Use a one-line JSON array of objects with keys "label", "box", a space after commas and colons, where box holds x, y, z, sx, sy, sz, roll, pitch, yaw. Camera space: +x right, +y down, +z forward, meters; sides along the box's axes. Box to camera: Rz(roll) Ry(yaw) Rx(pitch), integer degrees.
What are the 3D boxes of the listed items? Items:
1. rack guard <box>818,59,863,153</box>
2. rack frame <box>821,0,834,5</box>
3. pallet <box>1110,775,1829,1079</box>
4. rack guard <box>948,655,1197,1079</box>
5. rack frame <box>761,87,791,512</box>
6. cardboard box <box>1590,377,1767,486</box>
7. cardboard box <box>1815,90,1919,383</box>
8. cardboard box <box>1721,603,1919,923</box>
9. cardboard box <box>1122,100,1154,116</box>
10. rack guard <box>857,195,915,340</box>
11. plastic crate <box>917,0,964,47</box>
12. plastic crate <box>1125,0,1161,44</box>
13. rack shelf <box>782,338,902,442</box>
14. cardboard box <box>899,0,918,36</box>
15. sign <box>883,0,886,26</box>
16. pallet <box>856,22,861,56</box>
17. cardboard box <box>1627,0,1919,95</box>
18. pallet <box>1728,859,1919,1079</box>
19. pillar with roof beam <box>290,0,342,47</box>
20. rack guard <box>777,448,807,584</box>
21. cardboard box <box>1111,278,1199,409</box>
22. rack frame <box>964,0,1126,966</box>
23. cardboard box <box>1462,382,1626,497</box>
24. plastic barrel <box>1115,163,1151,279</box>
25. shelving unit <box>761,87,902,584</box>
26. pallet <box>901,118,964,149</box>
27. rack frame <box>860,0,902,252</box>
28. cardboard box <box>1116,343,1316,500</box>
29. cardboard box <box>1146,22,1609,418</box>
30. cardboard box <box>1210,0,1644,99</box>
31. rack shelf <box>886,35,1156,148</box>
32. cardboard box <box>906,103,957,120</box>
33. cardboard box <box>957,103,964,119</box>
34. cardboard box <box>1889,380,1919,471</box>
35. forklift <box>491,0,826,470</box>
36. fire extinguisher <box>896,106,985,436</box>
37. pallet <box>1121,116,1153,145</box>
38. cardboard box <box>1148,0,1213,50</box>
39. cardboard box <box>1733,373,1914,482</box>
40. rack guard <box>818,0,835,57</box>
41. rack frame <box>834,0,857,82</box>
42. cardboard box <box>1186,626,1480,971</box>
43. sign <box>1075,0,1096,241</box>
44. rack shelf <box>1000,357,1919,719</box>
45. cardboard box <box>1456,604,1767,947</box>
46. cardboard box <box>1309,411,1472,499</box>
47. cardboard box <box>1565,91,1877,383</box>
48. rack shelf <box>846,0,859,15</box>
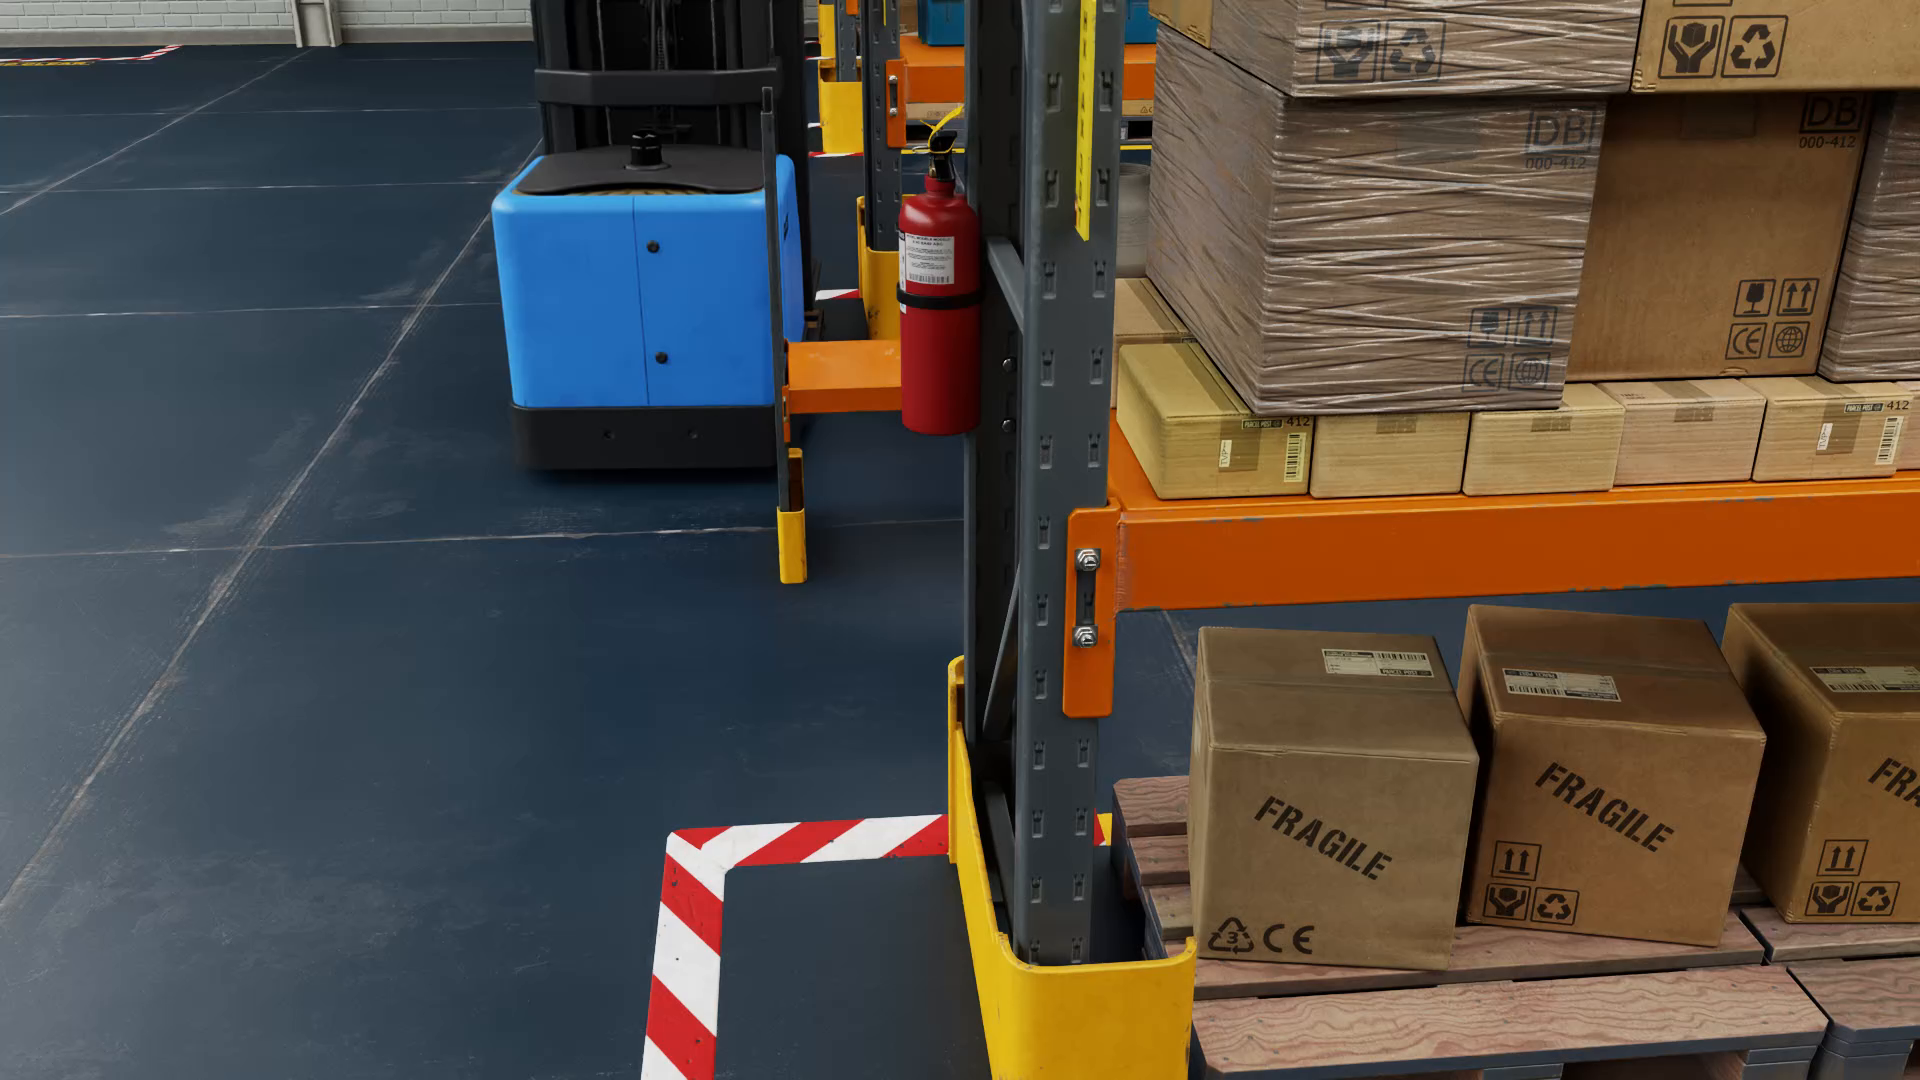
[{"label": "rack guard", "box": [-0.874, -3.272, 12.495, 0.348, 0.500, 1.175, -2, 24, -5]}, {"label": "rack frame", "box": [-1.341, -6.417, 16.494, 0.127, 3.000, 1.000, -2, 24, -5]}, {"label": "pallet", "box": [1.007, 0.843, 3.595, 1.213, 0.211, 1.003, -2, 24, -5]}, {"label": "rack guard", "box": [0.195, 0.729, 3.495, 0.348, 0.500, 1.175, -2, 24, -5]}, {"label": "rack frame", "box": [-0.591, -0.662, 5.392, 0.032, 1.500, 0.500, -2, 24, -5]}, {"label": "cardboard box", "box": [1.174, -0.235, 2.896, 0.250, 0.149, 0.380, -2, 24, -5]}, {"label": "cardboard box", "box": [1.657, -0.674, 3.084, 0.500, 0.500, 0.875, -2, 24, -5]}, {"label": "cardboard box", "box": [1.959, 0.467, 3.568, 0.500, 0.500, 0.500, 0, 24, 0]}, {"label": "cardboard box", "box": [1.198, -3.341, 12.442, 0.500, 0.250, 0.500, -2, 24, -5]}, {"label": "rack guard", "box": [-0.296, -1.292, 8.042, 0.348, 0.500, 1.175, -2, 24, -5]}, {"label": "plastic crate", "box": [0.101, -2.486, 7.832, 0.616, 0.251, 0.499, -2, 24, -5]}, {"label": "plastic crate", "box": [0.748, -2.509, 7.885, 0.408, 0.251, 0.499, -2, 24, -5]}, {"label": "rack shelf", "box": [-0.085, -0.518, 5.511, 1.000, 0.185, 0.538, -2, 24, -5]}, {"label": "cardboard box", "box": [-0.346, -3.835, 12.629, 0.500, 0.500, 0.500, -2, 24, -5]}, {"label": "sign", "box": [-0.317, -2.316, 6.928, 0.005, 0.325, 0.100, -2, 24, -5]}, {"label": "pallet", "box": [-0.453, -5.164, 17.108, 1.213, 0.211, 1.003, -2, 24, -5]}, {"label": "cardboard box", "box": [1.192, -0.978, 2.537, 0.500, 0.500, 0.500, -2, 24, -5]}, {"label": "pallet", "box": [2.218, 0.795, 3.701, 1.213, 0.211, 1.003, -2, 24, -5]}, {"label": "pillar with roof beam", "box": [-6.277, -7.556, 11.671, 0.400, 9.000, 9.100, -2, 24, -5]}, {"label": "rack guard", "box": [-0.571, -0.091, 5.648, 0.087, 0.250, 0.587, -2, 24, -5]}, {"label": "cardboard box", "box": [0.383, -0.391, 3.245, 0.250, 0.149, 0.380, -2, 24, -5]}, {"label": "rack frame", "box": [0.120, -0.411, 2.981, 0.127, 3.000, 1.000, -2, 24, -5]}, {"label": "cardboard box", "box": [0.928, -0.217, 2.854, 0.250, 0.149, 0.380, -2, 24, -5]}, {"label": "plastic barrel", "box": [0.779, -1.545, 8.078, 0.421, 0.512, 0.421, 0, 24, 0]}, {"label": "shelving unit", "box": [-0.076, -0.682, 5.439, 1.083, 1.500, 0.587, -2, 24, -5]}, {"label": "pallet", "box": [-0.093, -3.188, 12.663, 1.213, 0.211, 1.003, -2, 24, -5]}, {"label": "rack frame", "box": [-0.367, -2.413, 7.485, 0.127, 3.000, 1.000, -2, 24, -5]}, {"label": "cardboard box", "box": [0.427, -0.211, 2.840, 0.250, 0.149, 0.380, -2, 24, -5]}, {"label": "cardboard box", "box": [0.670, -0.603, 2.924, 0.500, 0.500, 0.875, -2, 24, -5]}, {"label": "cardboard box", "box": [0.694, -0.961, 2.498, 0.500, 0.500, 0.500, -2, 24, -5]}, {"label": "rack shelf", "box": [1.623, -2.164, 7.810, 4.000, 0.370, 1.077, -2, 24, -5]}, {"label": "cardboard box", "box": [-0.295, -3.282, 12.309, 0.500, 0.250, 0.500, -2, 24, -5]}, {"label": "cardboard box", "box": [0.202, -3.303, 12.357, 0.500, 0.250, 0.500, -2, 24, -5]}, {"label": "cardboard box", "box": [1.670, -0.263, 2.959, 0.250, 0.149, 0.380, -2, 24, -5]}, {"label": "forklift", "box": [-1.185, -2.152, 6.984, 1.130, 2.935, 3.031, -1, 24, -2]}, {"label": "fire extinguisher", "box": [-0.040, -0.557, 3.405, 0.183, 0.674, 0.296, -2, 24, -5]}, {"label": "pallet", "box": [1.118, -3.236, 12.769, 1.213, 0.211, 1.003, -2, 24, -5]}, {"label": "cardboard box", "box": [0.643, -1.171, 2.971, 0.500, 0.500, 0.500, -2, 24, -5]}, {"label": "cardboard box", "box": [1.424, -0.242, 2.912, 0.250, 0.149, 0.380, -2, 24, -5]}, {"label": "rack guard", "box": [-1.265, -5.278, 17.008, 0.348, 0.500, 1.175, -2, 24, -5]}, {"label": "rack frame", "box": [-0.850, -4.415, 11.989, 0.127, 3.000, 1.000, -2, 24, -5]}, {"label": "cardboard box", "box": [0.743, 0.522, 3.444, 0.500, 0.500, 0.500, 2, 24, 5]}, {"label": "sign", "box": [0.173, -0.587, 2.311, 0.005, 0.325, 0.100, -2, 24, -5]}, {"label": "rack shelf", "box": [2.110, -0.162, 3.306, 4.000, 0.370, 1.077, -2, 24, -5]}, {"label": "cardboard box", "box": [1.334, 0.484, 3.529, 0.500, 0.500, 0.500, 4, 24, 9]}, {"label": "cardboard box", "box": [0.677, -0.213, 2.845, 0.250, 0.149, 0.380, -2, 24, -5]}, {"label": "cardboard box", "box": [1.155, -0.671, 3.078, 0.500, 0.500, 0.875, -2, 24, -5]}, {"label": "rack shelf", "box": [1.140, -4.166, 12.315, 4.000, 0.370, 1.077, -2, 24, -5]}]
